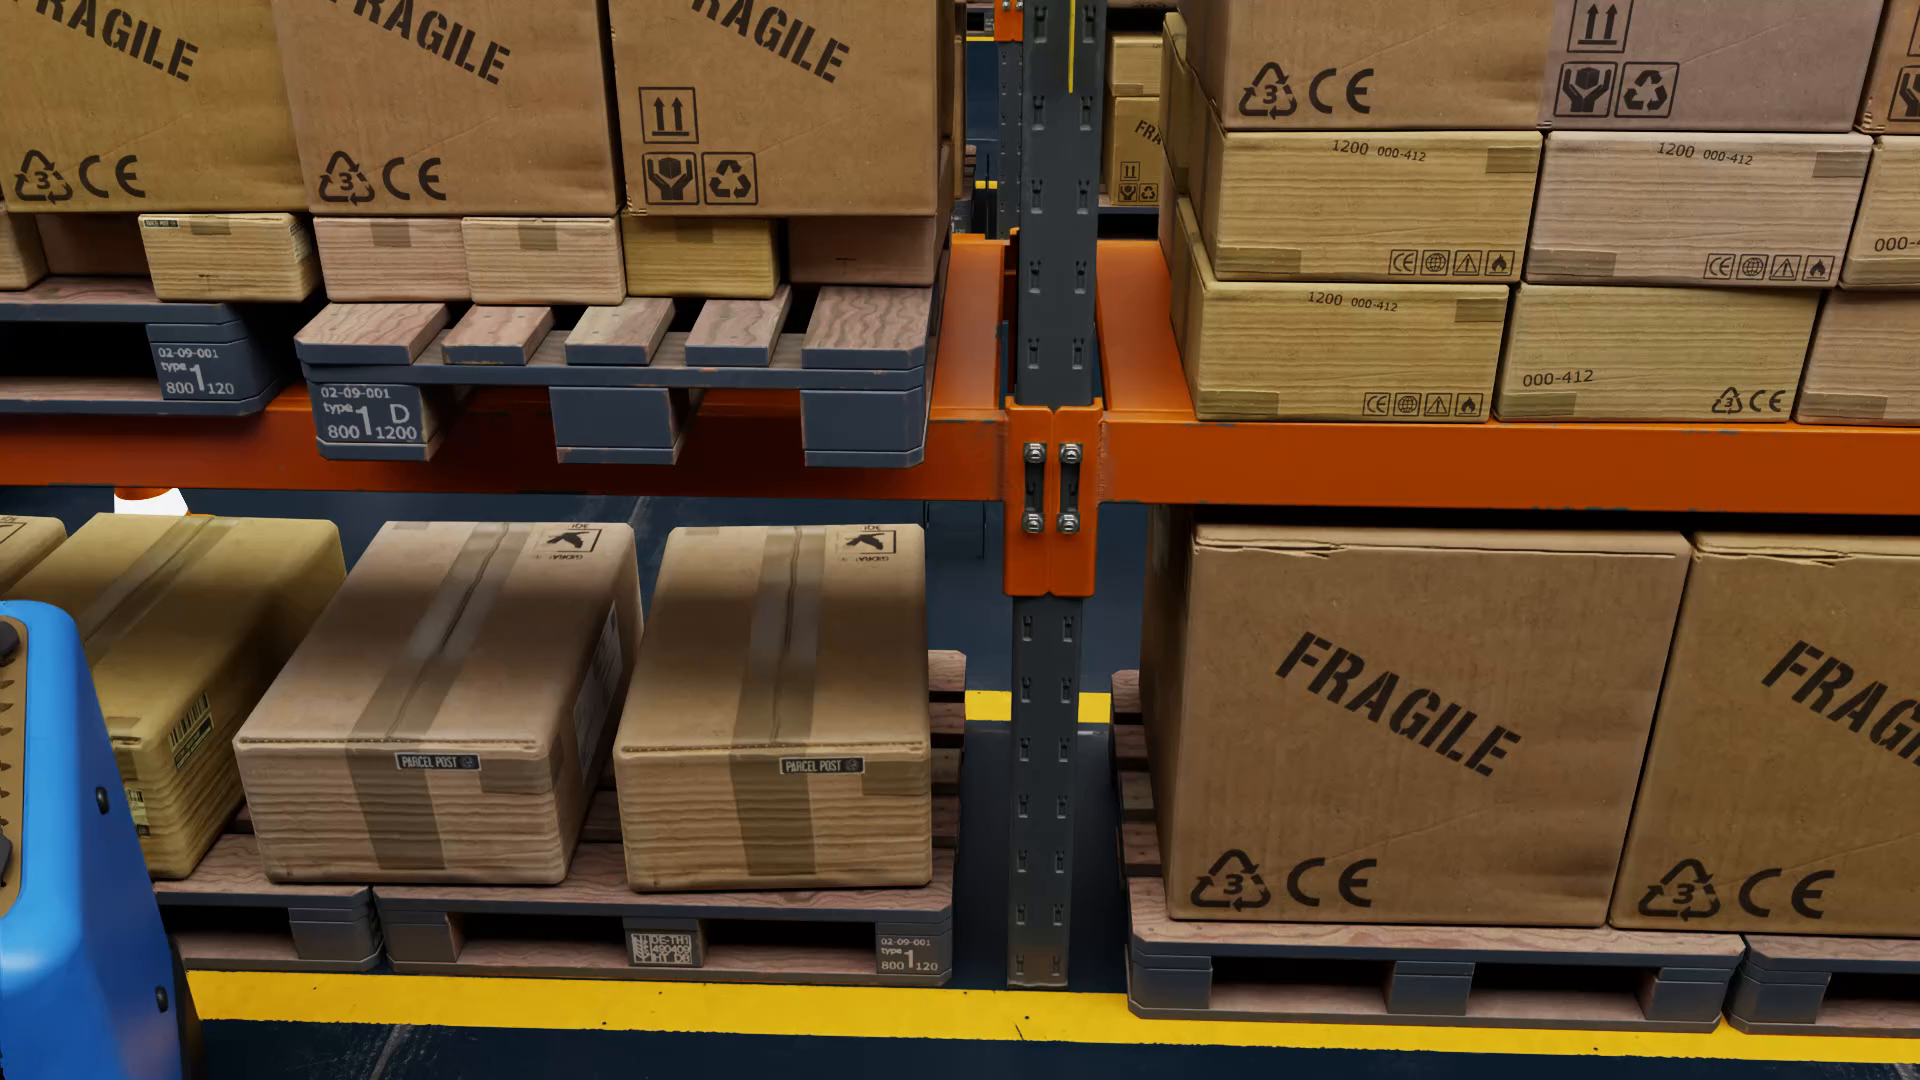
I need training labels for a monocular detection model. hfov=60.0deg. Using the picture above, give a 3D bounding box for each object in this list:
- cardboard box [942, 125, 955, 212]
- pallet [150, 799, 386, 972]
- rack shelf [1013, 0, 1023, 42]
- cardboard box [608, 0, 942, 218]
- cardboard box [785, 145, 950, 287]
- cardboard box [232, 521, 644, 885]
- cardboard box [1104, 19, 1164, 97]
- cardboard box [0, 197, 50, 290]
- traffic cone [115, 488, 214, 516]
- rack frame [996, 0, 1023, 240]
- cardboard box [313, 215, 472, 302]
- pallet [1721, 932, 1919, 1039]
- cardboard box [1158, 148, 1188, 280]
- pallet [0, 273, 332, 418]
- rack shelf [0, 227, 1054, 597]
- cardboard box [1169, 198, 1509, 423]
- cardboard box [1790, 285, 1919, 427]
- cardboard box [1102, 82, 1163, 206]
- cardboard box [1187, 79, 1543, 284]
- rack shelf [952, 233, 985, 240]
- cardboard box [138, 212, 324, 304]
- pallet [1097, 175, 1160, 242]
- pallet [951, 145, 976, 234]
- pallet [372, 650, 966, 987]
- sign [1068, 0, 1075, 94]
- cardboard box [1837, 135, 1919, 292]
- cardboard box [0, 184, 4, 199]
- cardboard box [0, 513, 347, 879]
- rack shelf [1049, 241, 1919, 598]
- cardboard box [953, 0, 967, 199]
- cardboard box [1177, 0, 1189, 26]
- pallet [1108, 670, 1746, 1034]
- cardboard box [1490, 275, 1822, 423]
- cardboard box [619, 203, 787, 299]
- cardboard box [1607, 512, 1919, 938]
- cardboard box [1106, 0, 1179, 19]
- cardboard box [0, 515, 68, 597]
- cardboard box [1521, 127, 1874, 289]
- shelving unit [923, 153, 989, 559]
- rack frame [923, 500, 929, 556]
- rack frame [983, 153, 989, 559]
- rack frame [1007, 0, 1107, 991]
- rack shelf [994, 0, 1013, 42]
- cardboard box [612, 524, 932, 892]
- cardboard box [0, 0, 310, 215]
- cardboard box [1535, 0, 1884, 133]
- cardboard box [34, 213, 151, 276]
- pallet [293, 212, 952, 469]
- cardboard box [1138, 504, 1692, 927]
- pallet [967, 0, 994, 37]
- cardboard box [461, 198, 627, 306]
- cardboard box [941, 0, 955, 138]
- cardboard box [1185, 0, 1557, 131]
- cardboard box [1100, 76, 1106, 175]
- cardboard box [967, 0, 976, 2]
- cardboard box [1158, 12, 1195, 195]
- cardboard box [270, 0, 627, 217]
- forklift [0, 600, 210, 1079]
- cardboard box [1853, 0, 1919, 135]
[{"bbox_3d":[-0.139,-0.785,3.349,0.250,0.149,0.380,-1,28,-1],"label":"cardboard box"},{"bbox_3d":[-1.818,0.579,3.933,1.213,0.211,1.003,1,28,2],"label":"pallet"},{"bbox_3d":[2.251,-2.586,7.694,4.000,0.370,1.077,1,28,2],"label":"rack shelf"},{"bbox_3d":[-0.285,-0.857,2.791,0.500,0.500,0.500,0,28,0],"label":"cardboard box"},{"bbox_3d":[-0.157,-0.588,2.977,0.250,0.149,0.380,2,28,4],"label":"cardboard box"},{"bbox_3d":[-1.123,0.335,3.773,0.625,0.372,0.950,0,28,1],"label":"cardboard box"},{"bbox_3d":[0.933,-2.225,7.664,0.500,0.250,0.500,0,28,-1],"label":"cardboard box"},{"bbox_3d":[-1.708,-0.577,2.955,0.250,0.149,0.380,0,28,0],"label":"cardboard box"},{"bbox_3d":[-2.530,-0.198,5.130,0.334,0.463,0.336,1,28,2],"label":"traffic cone"},{"bbox_3d":[0.253,-2.937,7.588,0.127,3.000,1.000,1,28,2],"label":"rack frame"},{"bbox_3d":[-0.932,-0.550,2.904,0.250,0.149,0.380,0,28,-1],"label":"cardboard box"},{"bbox_3d":[2.180,0.683,3.735,1.213,0.211,1.003,1,28,2],"label":"pallet"},{"bbox_3d":[0.694,-0.665,3.462,0.500,0.250,0.500,0,28,0],"label":"cardboard box"},{"bbox_3d":[-1.801,-0.547,3.284,1.213,0.211,1.003,1,28,2],"label":"pallet"},{"bbox_3d":[-1.820,-0.334,3.445,4.000,0.370,1.077,1,28,2],"label":"rack shelf"},{"bbox_3d":[0.659,-0.426,3.012,0.500,0.250,0.500,0,28,1],"label":"cardboard box"},{"bbox_3d":[1.697,-0.415,2.990,0.500,0.250,0.500,2,28,3],"label":"cardboard box"},{"bbox_3d":[0.951,-1.887,7.828,0.500,0.500,0.500,0,28,0],"label":"cardboard box"},{"bbox_3d":[0.677,-0.649,2.898,0.500,0.250,0.500,1,28,1],"label":"cardboard box"},{"bbox_3d":[-0.014,-0.809,4.822,0.180,0.103,0.258,1,28,2],"label":"rack shelf"},{"bbox_3d":[-1.208,-0.548,2.901,0.250,0.149,0.380,1,28,3],"label":"cardboard box"},{"bbox_3d":[1.034,-1.691,8.215,1.213,0.211,1.003,1,28,2],"label":"pallet"},{"bbox_3d":[-0.533,-1.753,8.332,1.213,0.211,1.003,1,28,2],"label":"pallet"},{"bbox_3d":[-0.602,0.600,3.893,1.213,0.211,1.003,1,28,2],"label":"pallet"},{"bbox_3d":[0.169,-0.841,2.482,0.005,0.325,0.100,1,28,2],"label":"sign"},{"bbox_3d":[1.691,-0.626,2.854,0.500,0.250,0.500,1,28,2],"label":"cardboard box"},{"bbox_3d":[-1.852,-0.878,2.830,0.500,0.500,0.500,0,28,0],"label":"cardboard box"},{"bbox_3d":[-1.881,0.319,3.802,0.625,0.372,0.950,2,28,3],"label":"cardboard box"},{"bbox_3d":[2.178,-0.267,3.320,4.000,0.370,1.077,1,28,2],"label":"rack shelf"},{"bbox_3d":[-0.353,-2.181,8.115,0.750,0.750,1.050,1,28,1],"label":"cardboard box"},{"bbox_3d":[0.705,-1.218,3.171,0.500,0.500,0.500,0,28,0],"label":"cardboard box"},{"bbox_3d":[0.964,0.662,3.776,1.213,0.211,1.003,1,28,2],"label":"pallet"},{"bbox_3d":[1.173,-0.426,3.011,0.500,0.250,0.500,0,28,0],"label":"cardboard box"},{"bbox_3d":[-0.427,-0.559,2.921,0.250,0.149,0.380,1,28,3],"label":"cardboard box"},{"bbox_3d":[1.758,0.202,3.487,0.875,0.875,0.875,1,28,2],"label":"cardboard box"},{"bbox_3d":[0.945,-2.461,8.109,0.500,0.250,0.500,0,28,1],"label":"cardboard box"},{"bbox_3d":[-2.576,0.309,3.822,0.625,0.372,0.950,3,28,5],"label":"cardboard box"},{"bbox_3d":[1.193,-0.640,2.881,0.500,0.250,0.500,2,28,3],"label":"cardboard box"},{"bbox_3d":[-0.014,-0.530,4.969,0.189,1.200,0.258,1,28,2],"label":"shelving unit"},{"bbox_3d":[-0.106,-0.532,4.972,0.006,1.200,0.240,1,28,2],"label":"rack frame"},{"bbox_3d":[0.077,-0.529,4.967,0.006,1.200,0.240,1,28,2],"label":"rack frame"},{"bbox_3d":[0.179,-0.618,3.214,0.127,3.000,1.000,1,28,2],"label":"rack frame"},{"bbox_3d":[-1.746,-2.652,7.819,4.000,0.370,1.077,1,28,2],"label":"rack shelf"},{"bbox_3d":[-0.385,0.343,3.757,0.625,0.372,0.950,-1,28,-2],"label":"cardboard box"},{"bbox_3d":[-1.307,-0.868,2.812,0.500,0.500,0.500,-1,28,-2],"label":"cardboard box"},{"bbox_3d":[1.159,-0.978,2.718,0.500,0.500,0.500,1,28,2],"label":"cardboard box"},{"bbox_3d":[-1.454,-0.611,3.020,0.250,0.149,0.380,1,28,2],"label":"cardboard box"},{"bbox_3d":[-0.537,-0.496,3.187,1.003,0.211,1.213,1,28,2],"label":"pallet"},{"bbox_3d":[0.866,0.185,3.518,0.875,0.875,0.875,1,28,1],"label":"cardboard box"},{"bbox_3d":[-0.252,-4.039,12.643,1.213,0.211,1.003,1,28,2],"label":"pallet"},{"bbox_3d":[-0.681,-0.542,2.890,0.250,0.149,0.380,1,28,1],"label":"cardboard box"},{"bbox_3d":[-0.263,-1.095,3.241,0.500,0.500,0.500,0,28,0],"label":"cardboard box"},{"bbox_3d":[0.663,-0.982,2.725,0.500,0.500,0.500,0,28,0],"label":"cardboard box"},{"bbox_3d":[0.920,-2.130,8.285,0.500,0.500,0.500,1,28,2],"label":"cardboard box"},{"bbox_3d":[-0.142,-4.349,12.450,0.500,0.500,0.700,0,28,-1],"label":"cardboard box"},{"bbox_3d":[0.672,-0.884,3.341,0.500,0.250,0.500,1,28,2],"label":"cardboard box"},{"bbox_3d":[-0.802,-0.860,2.798,0.500,0.500,0.500,1,28,1],"label":"cardboard box"},{"bbox_3d":[-2.654,0.236,1.675,3.031,2.935,1.130,-13,30,-22],"label":"forklift"},{"bbox_3d":[1.676,-0.962,2.688,0.500,0.500,0.500,2,28,3],"label":"cardboard box"}]
